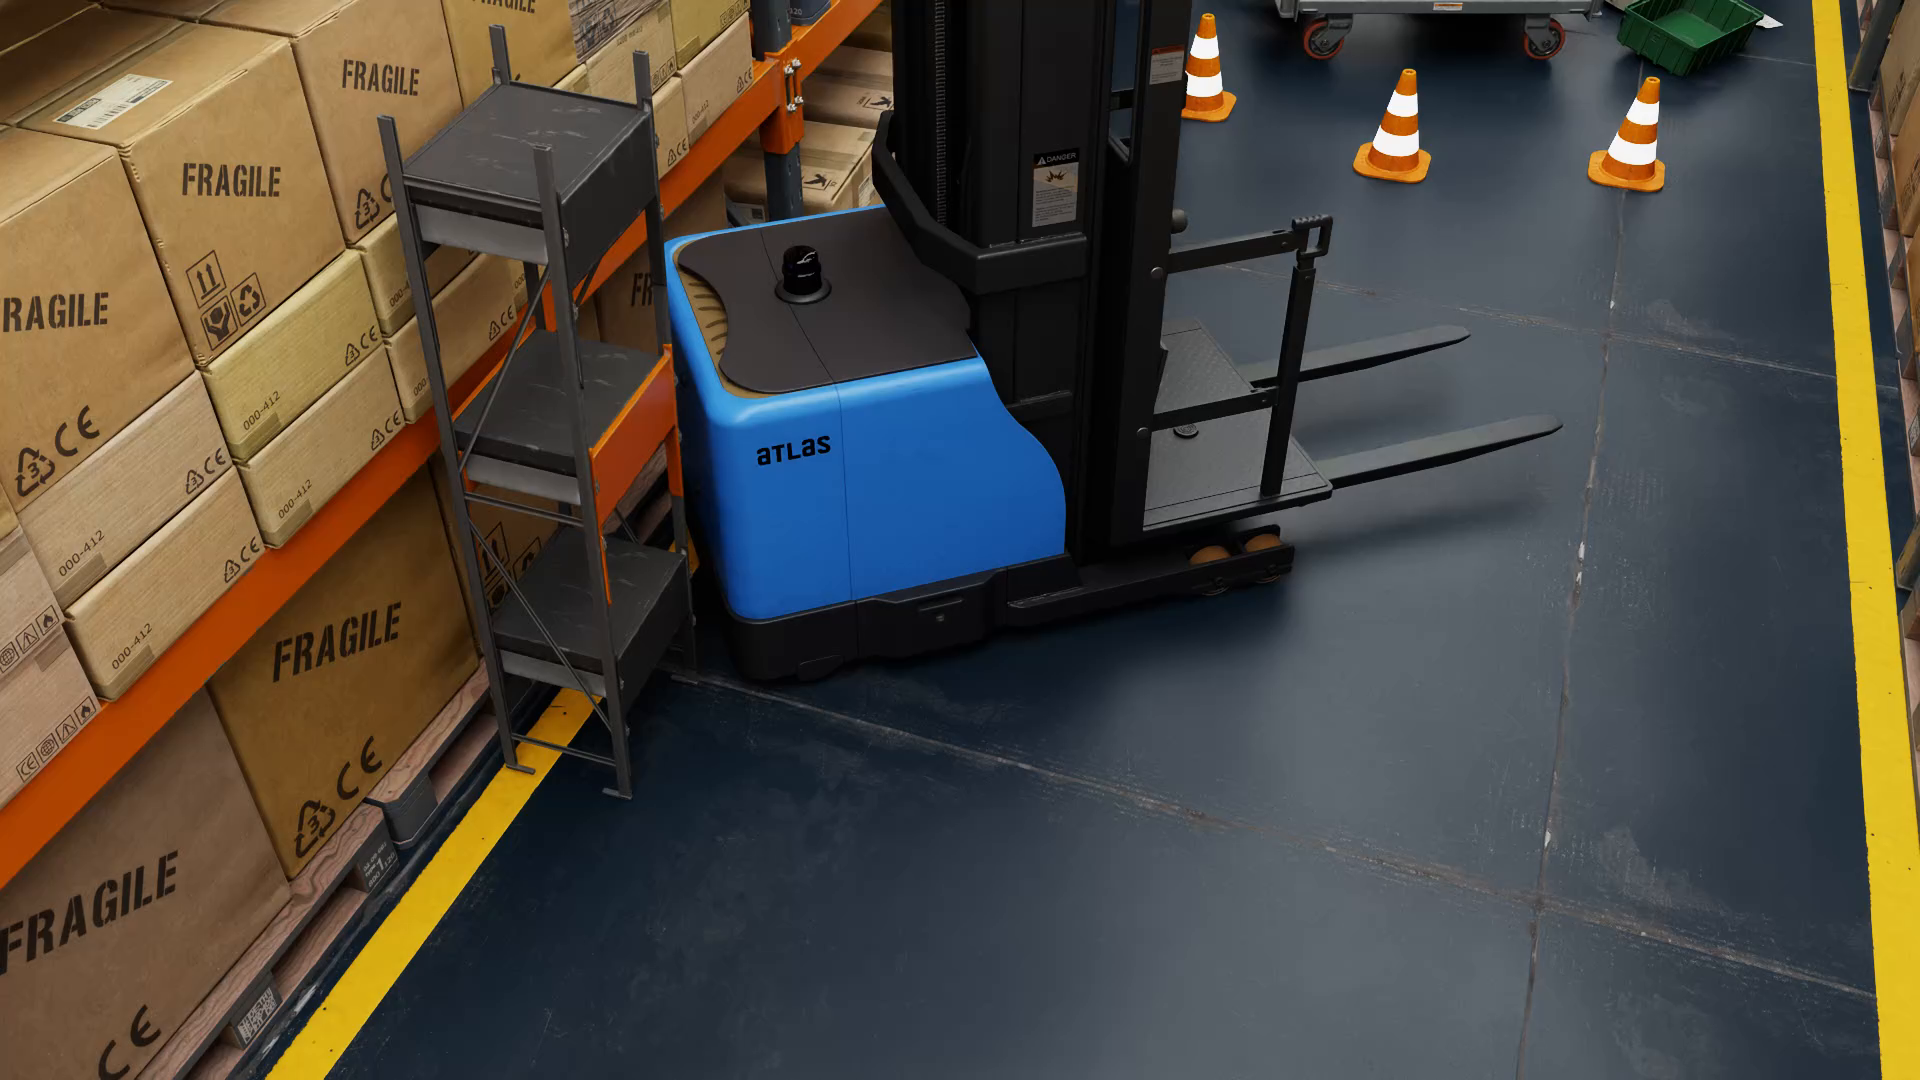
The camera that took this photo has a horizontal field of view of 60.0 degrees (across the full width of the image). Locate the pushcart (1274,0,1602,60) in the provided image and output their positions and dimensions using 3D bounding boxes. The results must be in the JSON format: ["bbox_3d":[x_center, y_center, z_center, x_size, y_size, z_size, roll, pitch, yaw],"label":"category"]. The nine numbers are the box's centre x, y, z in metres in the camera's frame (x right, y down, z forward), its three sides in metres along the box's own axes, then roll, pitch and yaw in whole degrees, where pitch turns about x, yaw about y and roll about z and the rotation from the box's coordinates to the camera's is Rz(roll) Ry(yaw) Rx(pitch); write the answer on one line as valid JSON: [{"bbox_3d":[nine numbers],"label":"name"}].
[{"bbox_3d":[2.460,-2.904,8.863,1.648,0.377,0.936,0,40,0],"label":"pushcart"}]

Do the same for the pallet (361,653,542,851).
[{"bbox_3d":[-1.827,0.329,5.202,1.003,0.211,1.213,13,42,15],"label":"pallet"}]

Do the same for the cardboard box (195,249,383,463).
[{"bbox_3d":[-1.671,-0.463,3.712,0.500,0.250,0.500,14,42,16],"label":"cardboard box"}]

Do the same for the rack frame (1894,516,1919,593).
[{"bbox_3d":[3.618,-0.901,4.495,1.000,3.000,0.127,13,42,15],"label":"rack frame"}]

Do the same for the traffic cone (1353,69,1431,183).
[{"bbox_3d":[2.032,-1.947,7.675,0.336,0.463,0.334,13,42,15],"label":"traffic cone"}]

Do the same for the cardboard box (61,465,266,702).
[{"bbox_3d":[-1.862,0.033,3.516,0.500,0.250,0.500,12,42,14],"label":"cardboard box"}]

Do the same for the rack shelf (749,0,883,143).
[{"bbox_3d":[-0.384,-2.884,7.373,1.077,0.370,4.000,13,42,15],"label":"rack shelf"}]

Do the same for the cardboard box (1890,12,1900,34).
[{"bbox_3d":[5.267,-3.060,8.339,0.875,0.875,0.875,14,42,16],"label":"cardboard box"}]

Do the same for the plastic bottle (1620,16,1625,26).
[{"bbox_3d":[3.662,-2.726,8.898,0.133,0.061,0.283,-7,41,-8],"label":"plastic bottle"}]

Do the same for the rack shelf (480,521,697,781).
[{"bbox_3d":[-1.066,0.309,4.851,0.431,0.518,0.480,13,42,10],"label":"rack shelf"}]

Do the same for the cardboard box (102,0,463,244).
[{"bbox_3d":[-1.522,-1.060,3.833,0.500,0.500,0.500,13,42,14],"label":"cardboard box"}]

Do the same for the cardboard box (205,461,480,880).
[{"bbox_3d":[-1.997,0.202,4.516,0.875,0.875,0.875,14,43,16],"label":"cardboard box"}]

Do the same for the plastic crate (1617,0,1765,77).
[{"bbox_3d":[3.814,-2.689,8.713,0.662,0.188,0.450,-29,58,-29],"label":"plastic crate"}]

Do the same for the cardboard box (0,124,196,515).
[{"bbox_3d":[-1.867,-0.438,3.104,0.500,0.500,0.500,13,42,15],"label":"cardboard box"}]

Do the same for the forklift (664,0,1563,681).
[{"bbox_3d":[0.594,-1.244,4.950,3.031,2.935,1.130,-12,42,-14],"label":"forklift"}]

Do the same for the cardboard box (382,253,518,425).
[{"bbox_3d":[-1.492,-0.579,4.233,0.500,0.250,0.500,13,42,14],"label":"cardboard box"}]

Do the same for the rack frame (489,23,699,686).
[{"bbox_3d":[-0.962,-0.378,4.558,0.400,2.100,0.015,13,42,10],"label":"rack frame"}]

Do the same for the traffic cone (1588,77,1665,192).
[{"bbox_3d":[3.109,-1.893,7.612,0.336,0.463,0.334,13,42,15],"label":"traffic cone"}]

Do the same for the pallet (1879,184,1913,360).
[{"bbox_3d":[4.378,-1.046,6.813,1.003,0.211,1.213,13,42,15],"label":"pallet"}]

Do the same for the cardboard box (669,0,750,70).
[{"bbox_3d":[-0.995,-1.719,5.184,0.500,0.250,0.500,13,42,15],"label":"cardboard box"}]

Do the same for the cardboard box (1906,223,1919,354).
[{"bbox_3d":[4.207,-1.090,6.126,1.050,0.750,0.750,14,42,16],"label":"cardboard box"}]

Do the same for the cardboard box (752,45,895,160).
[{"bbox_3d":[-0.620,-1.892,7.358,0.950,0.372,0.625,13,42,14],"label":"cardboard box"}]

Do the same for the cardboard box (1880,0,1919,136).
[{"bbox_3d":[4.858,-2.246,7.481,1.050,0.750,0.750,13,42,15],"label":"cardboard box"}]

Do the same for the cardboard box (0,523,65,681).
[{"bbox_3d":[-2.020,0.163,2.978,0.500,0.250,0.500,12,42,14],"label":"cardboard box"}]

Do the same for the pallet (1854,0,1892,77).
[{"bbox_3d":[5.320,-2.726,8.783,1.003,0.211,1.213,13,42,15],"label":"pallet"}]

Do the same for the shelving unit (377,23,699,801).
[{"bbox_3d":[-1.031,-0.226,4.380,0.431,2.100,0.503,13,42,10],"label":"shelving unit"}]

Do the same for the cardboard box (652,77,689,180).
[{"bbox_3d":[-1.157,-1.200,4.960,0.500,0.250,0.500,14,42,16],"label":"cardboard box"}]

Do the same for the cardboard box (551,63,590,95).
[{"bbox_3d":[-1.322,-1.089,4.445,0.500,0.250,0.500,12,42,14],"label":"cardboard box"}]

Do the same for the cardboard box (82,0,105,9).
[{"bbox_3d":[-1.994,-1.186,3.981,0.500,0.500,0.500,14,42,16],"label":"cardboard box"}]

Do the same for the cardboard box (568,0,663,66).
[{"bbox_3d":[-1.167,-1.668,4.547,0.500,0.500,0.500,14,42,16],"label":"cardboard box"}]

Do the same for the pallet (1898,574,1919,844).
[{"bbox_3d":[3.350,0.636,4.842,1.003,0.211,1.213,13,42,15],"label":"pallet"}]

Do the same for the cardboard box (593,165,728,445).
[{"bbox_3d":[-1.382,-0.886,5.791,0.875,0.875,0.875,13,42,15],"label":"cardboard box"}]
